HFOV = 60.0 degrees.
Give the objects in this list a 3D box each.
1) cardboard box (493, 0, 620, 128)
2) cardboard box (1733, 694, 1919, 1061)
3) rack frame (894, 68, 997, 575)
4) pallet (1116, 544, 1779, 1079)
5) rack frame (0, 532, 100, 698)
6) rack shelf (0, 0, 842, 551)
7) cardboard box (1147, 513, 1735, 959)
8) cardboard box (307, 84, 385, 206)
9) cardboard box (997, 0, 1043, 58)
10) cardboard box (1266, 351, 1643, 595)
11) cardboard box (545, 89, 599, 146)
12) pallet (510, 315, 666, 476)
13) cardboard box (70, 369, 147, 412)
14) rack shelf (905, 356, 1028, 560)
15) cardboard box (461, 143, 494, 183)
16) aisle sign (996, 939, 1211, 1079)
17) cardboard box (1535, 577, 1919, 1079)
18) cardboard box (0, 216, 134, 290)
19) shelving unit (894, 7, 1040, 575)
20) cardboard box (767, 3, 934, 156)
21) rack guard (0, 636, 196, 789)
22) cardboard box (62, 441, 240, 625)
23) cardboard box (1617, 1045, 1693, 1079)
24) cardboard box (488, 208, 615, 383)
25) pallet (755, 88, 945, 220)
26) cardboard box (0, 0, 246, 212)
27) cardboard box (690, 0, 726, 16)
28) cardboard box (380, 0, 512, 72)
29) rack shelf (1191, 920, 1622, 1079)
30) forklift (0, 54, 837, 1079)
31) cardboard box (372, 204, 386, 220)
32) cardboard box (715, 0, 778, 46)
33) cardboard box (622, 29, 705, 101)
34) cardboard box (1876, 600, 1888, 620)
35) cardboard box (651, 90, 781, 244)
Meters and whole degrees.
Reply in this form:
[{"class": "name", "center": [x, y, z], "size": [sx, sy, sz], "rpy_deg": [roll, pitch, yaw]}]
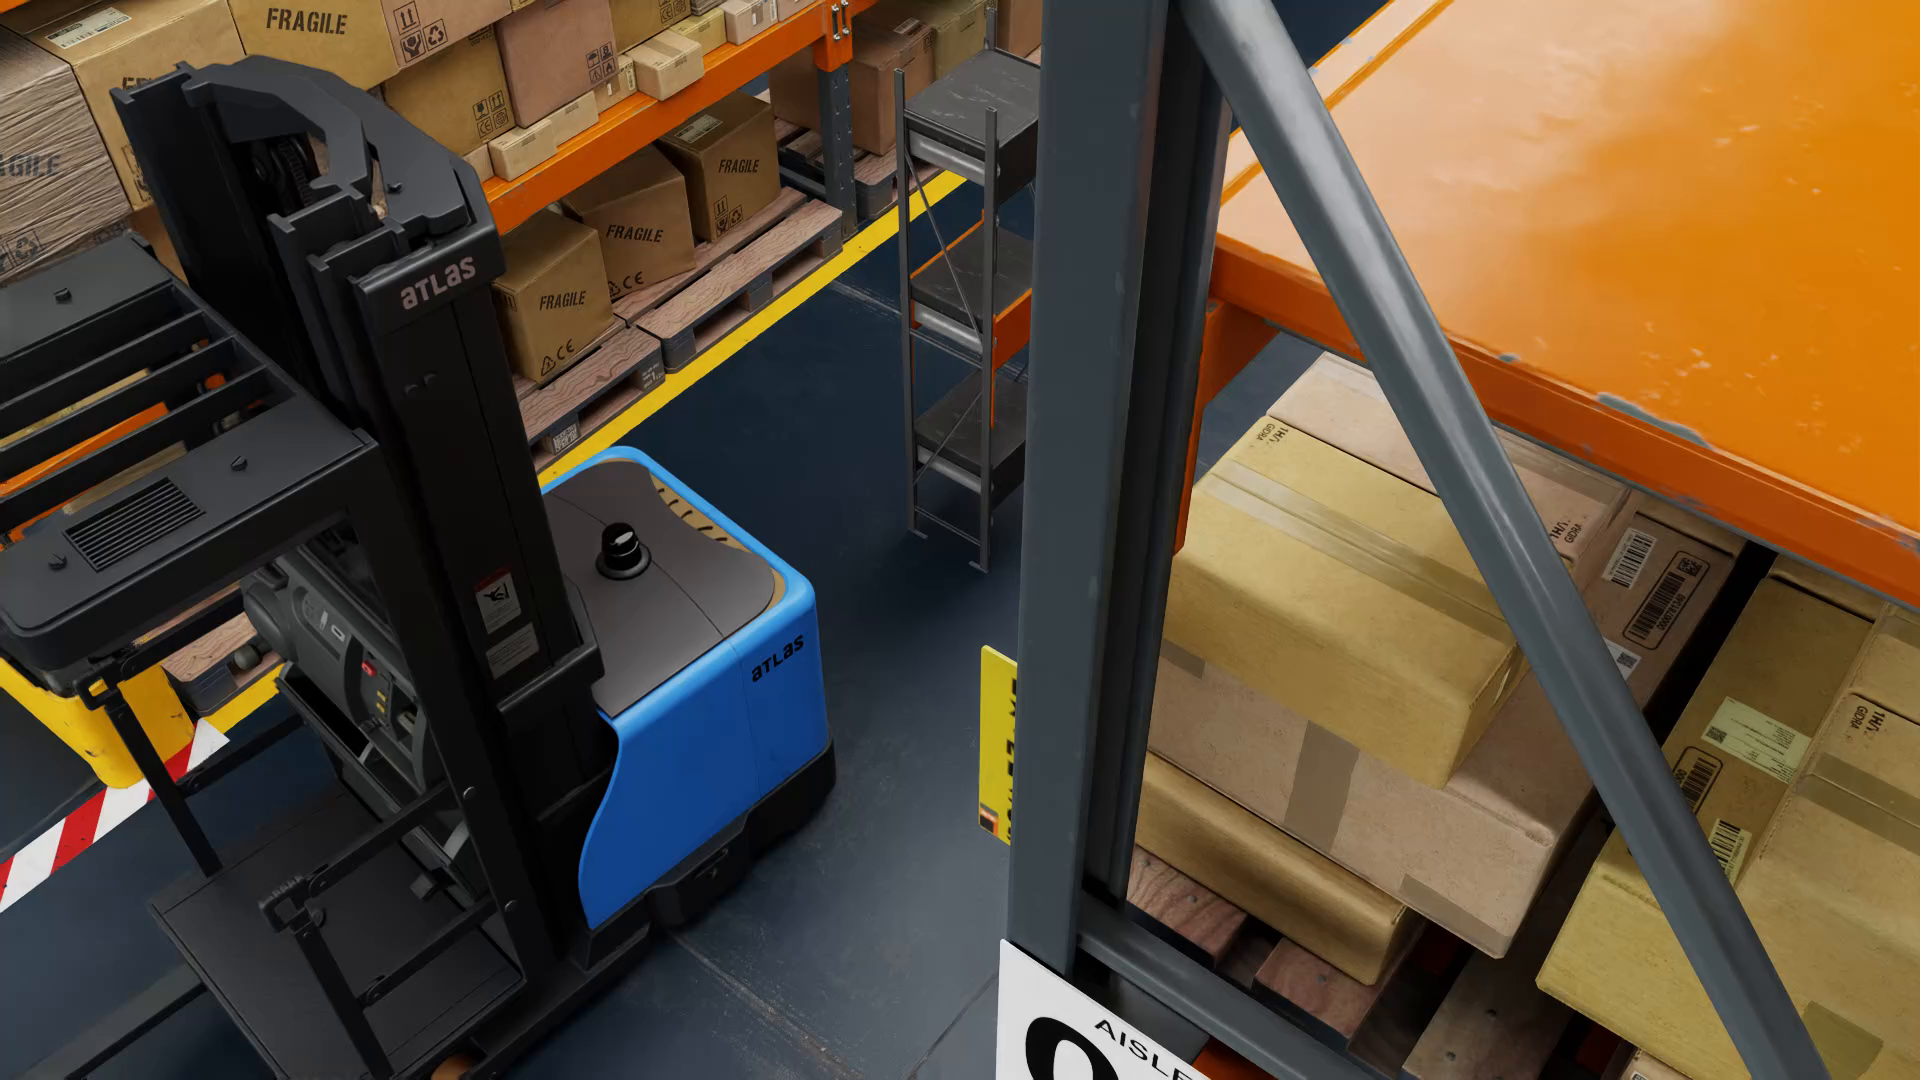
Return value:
[{"class": "cardboard box", "center": [-1.817, -2.040, 6.350], "size": [0.875, 0.500, 0.500], "rpy_deg": [29, 53, 25]}, {"class": "cardboard box", "center": [0.940, 0.351, 1.529], "size": [0.380, 0.149, 0.250], "rpy_deg": [30, 53, 25]}, {"class": "rack frame", "center": [-0.048, -0.680, 5.948], "size": [0.400, 2.100, 0.015], "rpy_deg": [29, 53, 25]}, {"class": "pallet", "center": [0.929, 0.371, 2.308], "size": [1.003, 0.211, 1.213], "rpy_deg": [29, 53, 25]}, {"class": "rack frame", "center": [-3.379, -0.445, 5.101], "size": [1.000, 3.000, 0.127], "rpy_deg": [29, 53, 25]}, {"class": "rack shelf", "center": [-2.157, -1.341, 6.454], "size": [1.077, 0.370, 4.000], "rpy_deg": [29, 53, 25]}, {"class": "cardboard box", "center": [0.562, 0.135, 2.011], "size": [0.500, 0.250, 0.500], "rpy_deg": [30, 53, 25]}, {"class": "cardboard box", "center": [-2.471, -1.491, 5.825], "size": [0.875, 0.500, 0.500], "rpy_deg": [29, 53, 25]}, {"class": "cardboard box", "center": [0.107, -2.949, 8.918], "size": [0.700, 0.500, 0.500], "rpy_deg": [25, 51, 22]}, {"class": "cardboard box", "center": [0.575, -0.084, 1.944], "size": [0.380, 0.149, 0.250], "rpy_deg": [29, 53, 25]}, {"class": "cardboard box", "center": [-1.636, -1.701, 6.474], "size": [0.380, 0.149, 0.250], "rpy_deg": [29, 53, 25]}, {"class": "pallet", "center": [-2.062, -0.670, 7.244], "size": [1.003, 0.211, 1.213], "rpy_deg": [29, 53, 25]}, {"class": "cardboard box", "center": [-2.848, -0.551, 5.376], "size": [0.380, 0.149, 0.250], "rpy_deg": [29, 53, 25]}, {"class": "rack shelf", "center": [0.101, -0.327, 6.597], "size": [0.431, 0.518, 0.480], "rpy_deg": [29, 53, 25]}, {"class": "cardboard box", "center": [-1.975, -1.433, 6.219], "size": [0.380, 0.149, 0.250], "rpy_deg": [29, 53, 25]}, {"class": "aisle sign", "center": [0.203, 0.815, 2.099], "size": [0.394, 0.787, 0.004], "rpy_deg": [29, 53, 25]}, {"class": "cardboard box", "center": [0.982, 0.376, 1.781], "size": [0.500, 0.250, 0.500], "rpy_deg": [29, 53, 25]}, {"class": "cardboard box", "center": [-3.021, -0.885, 5.246], "size": [0.875, 0.500, 0.500], "rpy_deg": [29, 53, 25]}, {"class": "shelving unit", "center": [0.101, -0.820, 6.081], "size": [0.431, 2.100, 0.503], "rpy_deg": [29, 53, 25]}, {"class": "cardboard box", "center": [-0.541, -2.365, 8.359], "size": [0.700, 0.500, 0.500], "rpy_deg": [25, 51, 22]}, {"class": "rack guard", "center": [-3.333, 0.375, 6.046], "size": [1.175, 0.500, 0.348], "rpy_deg": [29, 53, 25]}, {"class": "cardboard box", "center": [-2.984, -0.077, 6.187], "size": [0.500, 0.500, 0.500], "rpy_deg": [-33, 54, -27]}, {"class": "cardboard box", "center": [0.947, 0.622, 1.821], "size": [0.380, 0.149, 0.250], "rpy_deg": [30, 53, 25]}, {"class": "cardboard box", "center": [-1.872, -1.084, 7.149], "size": [0.500, 0.500, 0.500], "rpy_deg": [25, 51, 22]}, {"class": "pallet", "center": [-0.459, -2.217, 8.722], "size": [1.003, 0.211, 1.213], "rpy_deg": [29, 53, 25]}, {"class": "cardboard box", "center": [-2.516, -1.405, 5.052], "size": [0.500, 0.500, 0.500], "rpy_deg": [29, 53, 25]}, {"class": "cardboard box", "center": [-1.258, -2.641, 6.924], "size": [0.875, 0.500, 0.500], "rpy_deg": [29, 53, 25]}, {"class": "cardboard box", "center": [-1.911, -1.981, 5.601], "size": [0.500, 0.500, 0.500], "rpy_deg": [29, 53, 25]}, {"class": "rack shelf", "center": [1.707, -0.127, 3.220], "size": [1.077, 0.370, 4.000], "rpy_deg": [29, 53, 25]}, {"class": "forklift", "center": [-1.825, 0.391, 4.349], "size": [1.130, 2.935, 3.031], "rpy_deg": [35, 56, 29]}, {"class": "cardboard box", "center": [-2.257, -1.134, 5.933], "size": [0.380, 0.149, 0.250], "rpy_deg": [29, 53, 25]}, {"class": "cardboard box", "center": [-0.993, -2.256, 7.004], "size": [0.380, 0.149, 0.250], "rpy_deg": [29, 53, 25]}, {"class": "cardboard box", "center": [-1.258, -1.947, 6.709], "size": [0.380, 0.149, 0.250], "rpy_deg": [29, 53, 25]}, {"class": "cardboard box", "center": [1.250, 0.061, 1.806], "size": [0.380, 0.149, 0.250], "rpy_deg": [28, 53, 25]}, {"class": "cardboard box", "center": [-1.210, -1.805, 7.838], "size": [0.500, 0.500, 0.500], "rpy_deg": [28, 52, 24]}]
